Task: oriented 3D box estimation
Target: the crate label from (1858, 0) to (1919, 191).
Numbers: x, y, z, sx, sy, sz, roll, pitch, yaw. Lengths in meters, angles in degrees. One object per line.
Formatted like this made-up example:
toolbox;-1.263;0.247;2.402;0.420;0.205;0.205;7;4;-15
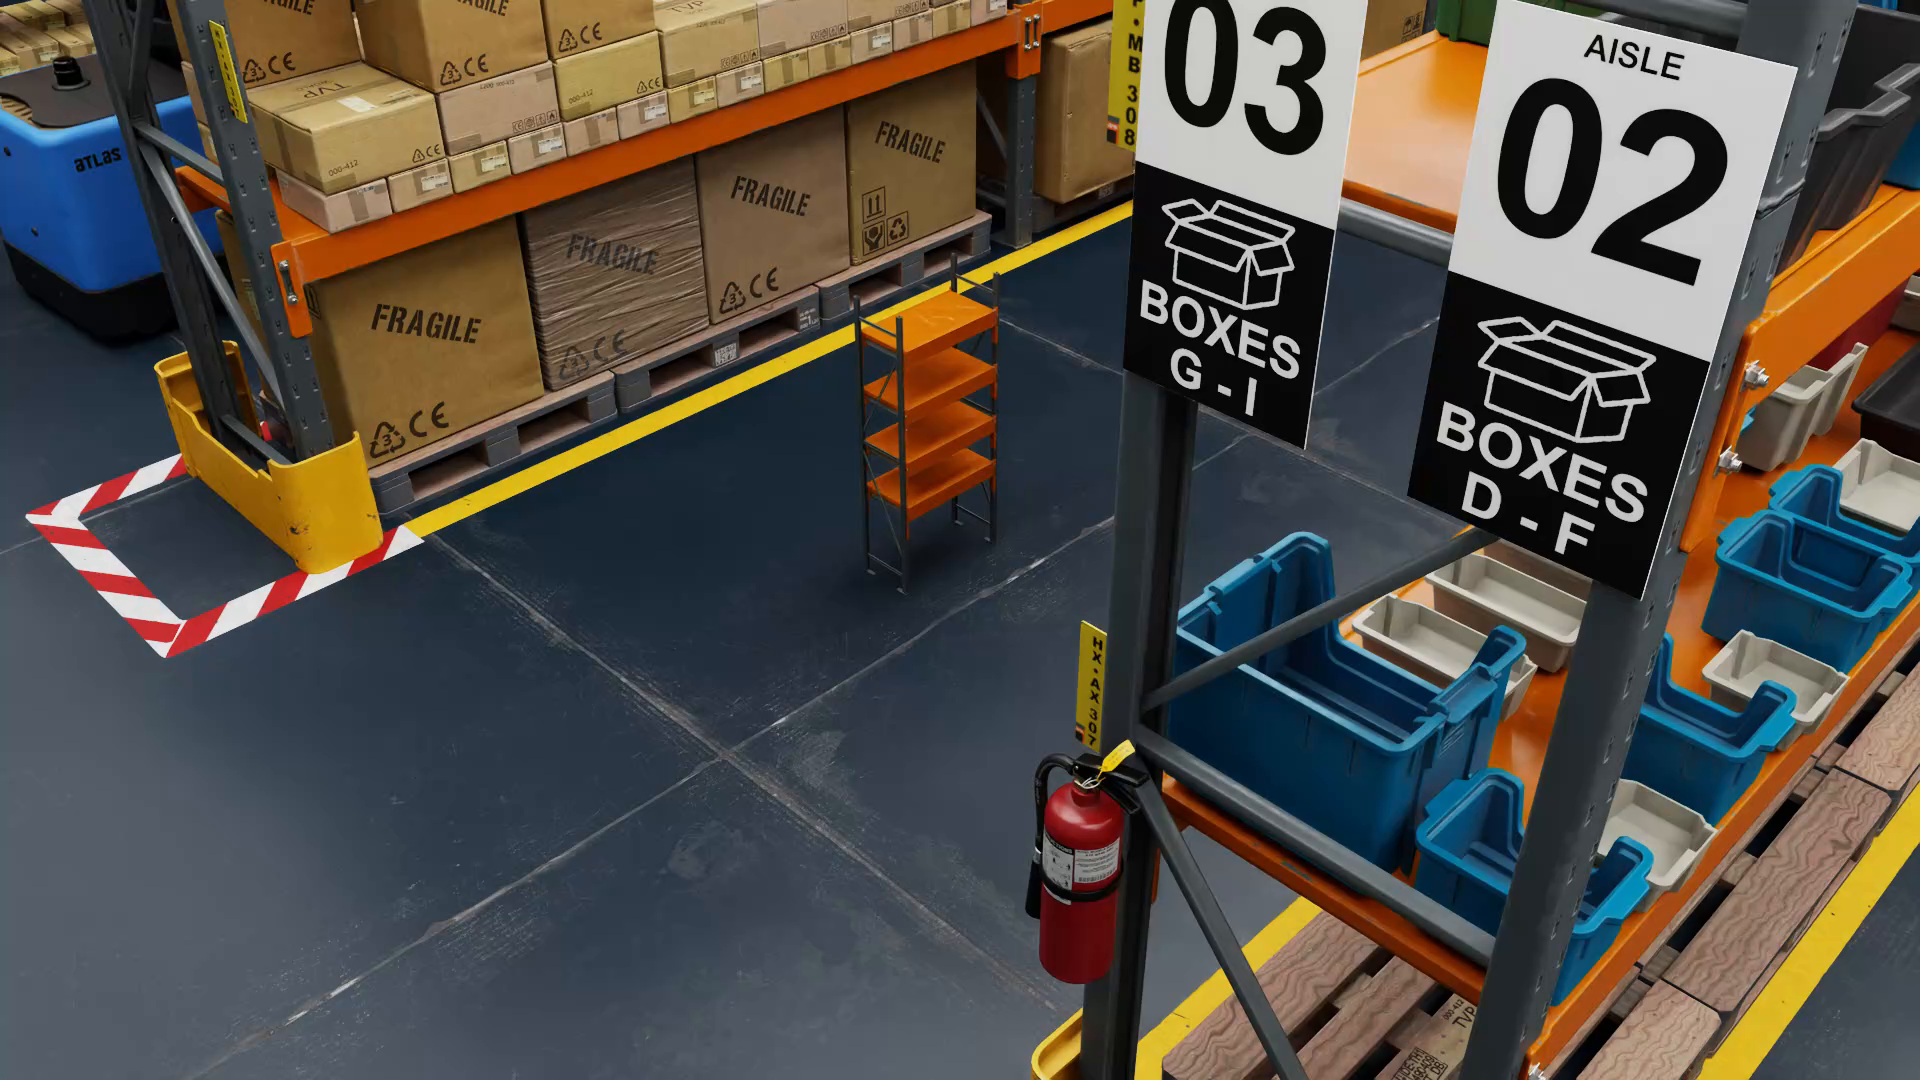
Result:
crate label;1.570;-0.811;2.798;0.408;0.251;0.502;30;45;35

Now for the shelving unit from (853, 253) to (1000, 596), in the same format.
shelving unit;-0.117;-0.425;6.310;0.258;1.200;0.503;30;45;35

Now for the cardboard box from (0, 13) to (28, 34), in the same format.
cardboard box;-5.862;-3.076;10.144;0.250;0.149;0.380;-29;44;-35

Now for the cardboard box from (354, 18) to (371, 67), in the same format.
cardboard box;-2.313;-1.963;6.814;0.500;0.250;0.500;29;44;35

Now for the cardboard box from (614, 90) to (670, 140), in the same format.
cardboard box;-1.435;-1.824;6.963;0.380;0.149;0.250;29;44;35

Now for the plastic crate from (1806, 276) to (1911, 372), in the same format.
plastic crate;2.702;-0.810;5.181;0.402;0.464;0.583;30;45;35

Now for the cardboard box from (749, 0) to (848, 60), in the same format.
cardboard box;-0.853;-2.374;7.403;0.500;0.250;0.500;-29;44;-35

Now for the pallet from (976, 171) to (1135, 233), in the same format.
pallet;0.485;-2.217;9.744;1.003;0.211;1.213;30;45;35

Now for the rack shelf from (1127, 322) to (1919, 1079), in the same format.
rack shelf;2.100;0.086;4.633;1.077;0.370;4.000;30;45;35

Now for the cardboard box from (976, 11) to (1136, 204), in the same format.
cardboard box;0.431;-2.586;9.326;1.225;0.875;0.875;30;45;35

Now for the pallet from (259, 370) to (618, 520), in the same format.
pallet;-2.316;-0.606;7.434;1.003;0.211;1.213;30;45;35

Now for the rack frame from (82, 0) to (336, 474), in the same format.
rack frame;-2.824;-1.393;6.126;1.000;3.000;0.127;30;45;35

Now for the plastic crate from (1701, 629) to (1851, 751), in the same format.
plastic crate;1.861;0.347;3.809;0.250;0.136;0.298;30;45;35

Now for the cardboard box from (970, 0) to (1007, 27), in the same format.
cardboard box;0.012;-2.658;8.159;0.250;0.149;0.380;-30;45;-35

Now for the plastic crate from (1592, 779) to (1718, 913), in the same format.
plastic crate;1.383;0.622;3.414;0.250;0.136;0.298;30;45;35

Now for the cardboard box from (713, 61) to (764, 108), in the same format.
cardboard box;-1.073;-2.034;7.263;0.250;0.149;0.380;-29;44;-35

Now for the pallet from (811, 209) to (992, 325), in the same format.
pallet;-0.597;-1.596;8.854;1.003;0.211;1.213;30;45;35

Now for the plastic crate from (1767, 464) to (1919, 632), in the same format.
plastic crate;2.238;0.023;4.189;0.416;0.233;0.300;30;45;35

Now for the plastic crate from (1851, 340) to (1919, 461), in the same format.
plastic crate;2.911;-0.370;4.846;0.437;0.125;0.590;30;45;35

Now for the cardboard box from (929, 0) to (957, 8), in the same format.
cardboard box;-0.130;-2.793;8.003;0.500;0.250;0.500;29;44;35

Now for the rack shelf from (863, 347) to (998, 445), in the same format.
rack shelf;-0.117;-0.553;6.221;0.258;0.148;0.480;30;45;35

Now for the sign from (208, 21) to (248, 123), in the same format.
sign;-2.434;-1.555;5.531;0.100;0.325;0.005;30;45;35

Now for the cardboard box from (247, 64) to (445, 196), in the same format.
cardboard box;-2.294;-1.540;6.207;0.500;0.250;0.500;28;44;34

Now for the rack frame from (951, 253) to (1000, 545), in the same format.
rack frame;0.055;-0.524;6.452;0.240;1.200;0.015;30;45;35

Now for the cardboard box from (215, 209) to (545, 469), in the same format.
cardboard box;-2.430;-0.986;7.032;0.875;0.875;0.875;30;45;35

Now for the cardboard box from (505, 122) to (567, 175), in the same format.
cardboard box;-1.797;-1.617;6.665;0.380;0.149;0.250;29;44;35

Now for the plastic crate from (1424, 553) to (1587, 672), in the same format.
plastic crate;1.351;0.171;4.061;0.396;0.136;0.243;30;45;35

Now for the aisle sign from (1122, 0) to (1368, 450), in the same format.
aisle sign;0.432;-0.552;2.647;0.394;0.787;0.004;30;45;35

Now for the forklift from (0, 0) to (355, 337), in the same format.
forklift;-3.493;-2.941;8.405;1.130;2.935;3.031;27;43;33

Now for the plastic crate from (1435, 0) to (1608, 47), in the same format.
plastic crate;1.183;-1.056;3.205;0.450;0.188;0.336;30;45;35

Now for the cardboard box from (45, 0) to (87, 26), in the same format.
cardboard box;-5.542;-3.312;10.482;0.380;0.149;0.250;28;43;34

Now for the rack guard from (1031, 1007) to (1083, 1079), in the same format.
rack guard;0.683;1.643;3.957;1.175;0.500;0.348;30;45;35

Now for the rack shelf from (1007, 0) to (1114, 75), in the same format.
rack shelf;1.403;-3.534;9.824;1.077;0.370;4.000;30;45;35

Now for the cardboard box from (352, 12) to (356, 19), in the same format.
cardboard box;-4.221;-3.522;11.043;0.250;0.149;0.380;-29;44;-35

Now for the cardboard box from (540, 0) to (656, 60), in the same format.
cardboard box;-1.581;-2.263;6.588;0.500;0.500;0.500;28;44;34

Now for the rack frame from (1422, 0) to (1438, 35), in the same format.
rack frame;2.813;-4.641;10.782;1.000;3.000;0.127;30;45;35

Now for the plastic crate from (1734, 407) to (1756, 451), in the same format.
plastic crate;1.956;-0.290;4.638;0.416;0.233;0.300;30;45;35

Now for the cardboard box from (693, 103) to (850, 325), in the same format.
cardboard box;-1.162;-1.717;8.080;0.875;0.875;0.875;30;45;35

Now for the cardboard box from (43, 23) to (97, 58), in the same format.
cardboard box;-5.285;-2.967;9.987;0.380;0.149;0.250;29;44;35

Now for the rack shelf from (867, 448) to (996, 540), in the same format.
rack shelf;-0.117;-0.207;6.462;0.258;0.148;0.480;30;45;35

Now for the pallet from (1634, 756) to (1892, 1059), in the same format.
pallet;2.159;0.935;5.225;1.003;0.211;1.213;30;45;35

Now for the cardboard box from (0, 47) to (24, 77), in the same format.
cardboard box;-5.662;-2.756;9.685;0.380;0.149;0.250;27;43;33

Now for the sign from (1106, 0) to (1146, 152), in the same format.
sign;0.289;-0.800;2.744;0.100;0.325;0.005;30;45;35

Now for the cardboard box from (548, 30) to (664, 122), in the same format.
cardboard box;-1.576;-1.956;6.804;0.500;0.250;0.500;28;44;34

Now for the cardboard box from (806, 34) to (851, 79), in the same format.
cardboard box;-0.713;-2.240;7.560;0.250;0.149;0.380;-29;44;-35

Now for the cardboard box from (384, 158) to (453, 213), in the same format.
cardboard box;-2.160;-1.406;6.364;0.380;0.149;0.250;29;44;35

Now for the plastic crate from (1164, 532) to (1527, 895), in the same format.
plastic crate;0.794;0.352;3.539;0.616;0.435;0.499;30;45;35

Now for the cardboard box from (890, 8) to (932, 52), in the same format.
cardboard box;-0.350;-2.450;7.860;0.380;0.149;0.250;29;44;35

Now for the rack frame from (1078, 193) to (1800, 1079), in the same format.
rack frame;0.691;0.603;3.263;1.000;3.000;0.127;30;45;35
